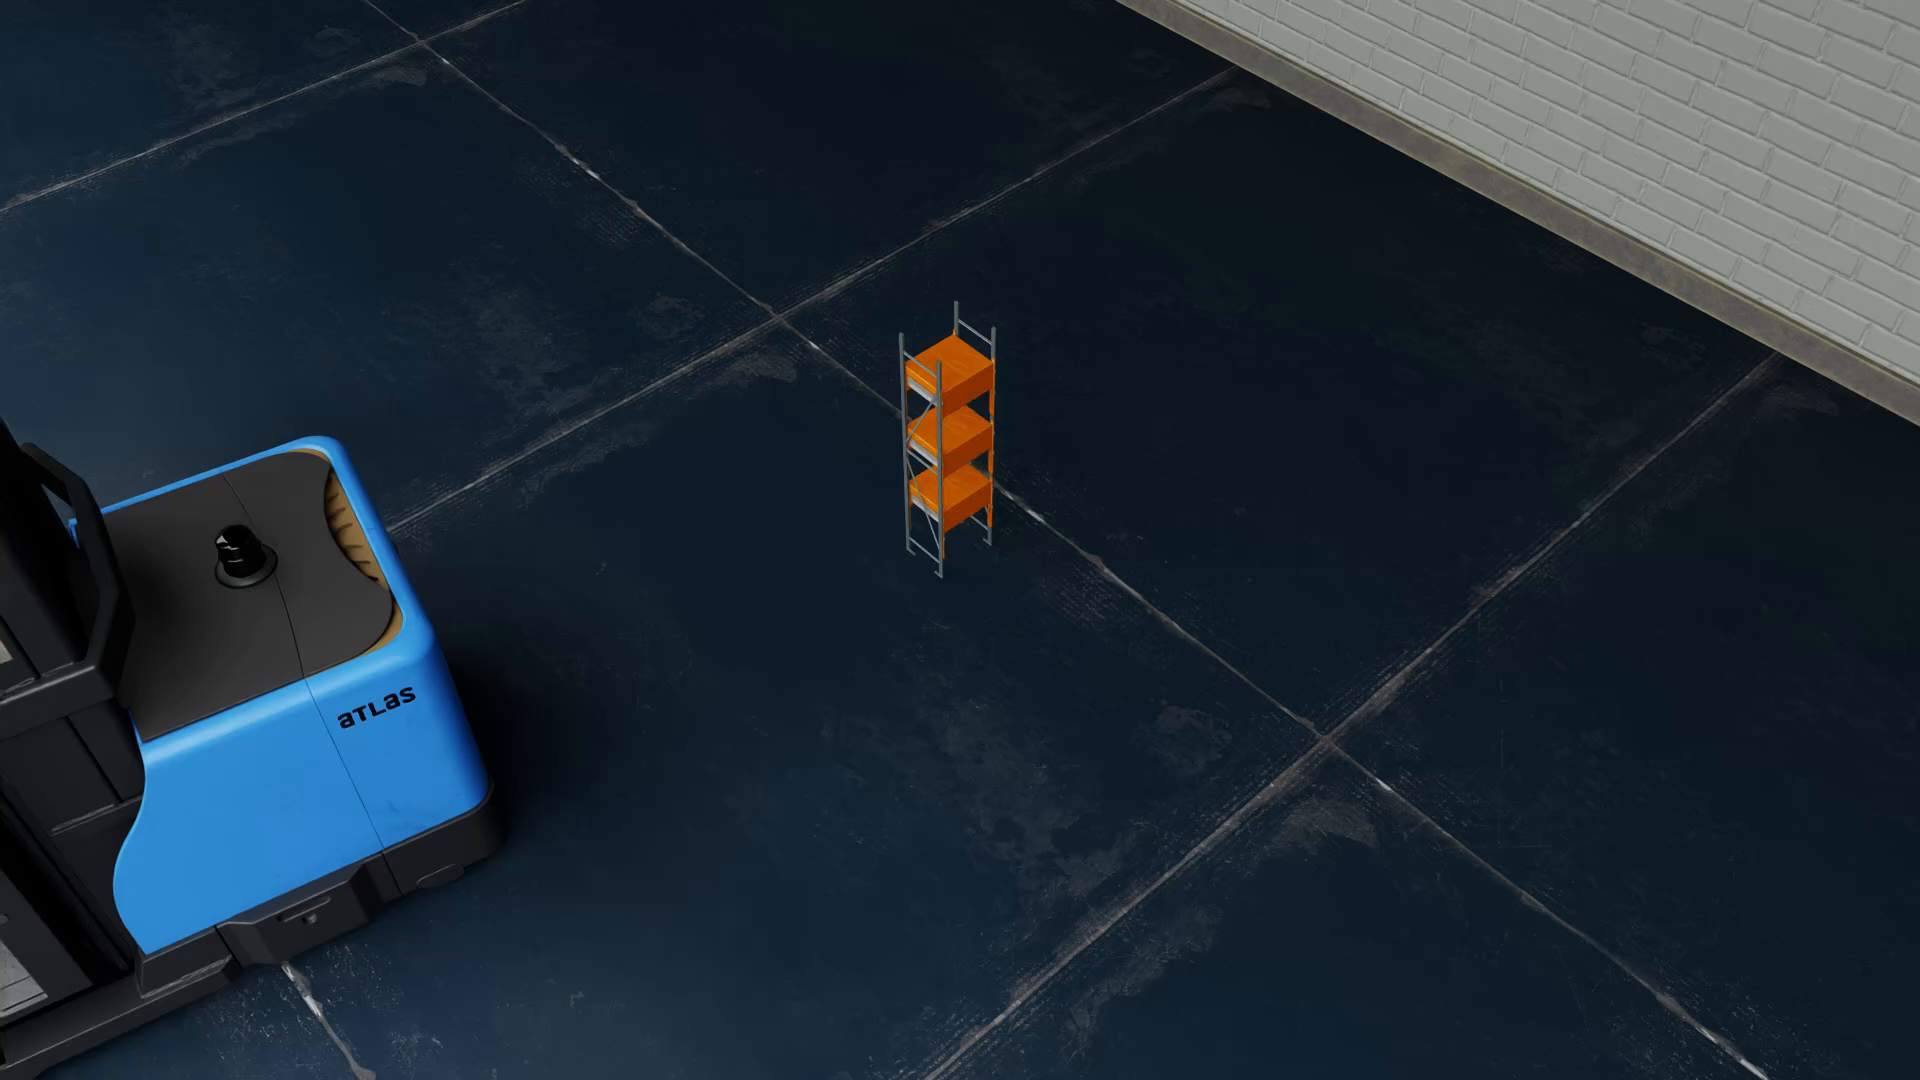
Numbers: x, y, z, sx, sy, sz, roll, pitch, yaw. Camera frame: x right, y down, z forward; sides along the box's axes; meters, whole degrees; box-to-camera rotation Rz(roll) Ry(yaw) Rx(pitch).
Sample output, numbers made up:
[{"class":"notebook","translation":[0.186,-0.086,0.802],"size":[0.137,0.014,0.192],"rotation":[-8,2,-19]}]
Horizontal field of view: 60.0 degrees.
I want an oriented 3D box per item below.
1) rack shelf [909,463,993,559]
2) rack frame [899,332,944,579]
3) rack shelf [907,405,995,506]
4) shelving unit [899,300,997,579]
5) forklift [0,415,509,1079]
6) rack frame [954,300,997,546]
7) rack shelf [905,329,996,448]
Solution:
[{"class":"rack shelf","translation":[-0.040,-0.134,6.052],"size":[0.240,0.259,0.215],"rotation":[-34,56,-27]},{"class":"rack frame","translation":[-0.130,-0.269,5.784],"size":[0.008,1.050,0.200],"rotation":[-34,56,-27]},{"class":"rack shelf","translation":[-0.040,-0.322,5.848],"size":[0.240,0.259,0.215],"rotation":[-34,56,-27]},{"class":"shelving unit","translation":[-0.040,-0.330,5.840],"size":[0.252,1.050,0.215],"rotation":[-34,56,-27]},{"class":"forklift","translation":[-2.968,0.245,4.029],"size":[3.031,2.935,1.130],"rotation":[-23,52,-20]},{"class":"rack frame","translation":[0.051,-0.390,5.895],"size":[0.008,1.050,0.200],"rotation":[-34,56,-27]},{"class":"rack shelf","translation":[-0.040,-0.515,5.639],"size":[0.240,0.259,0.215],"rotation":[-34,56,-27]}]
